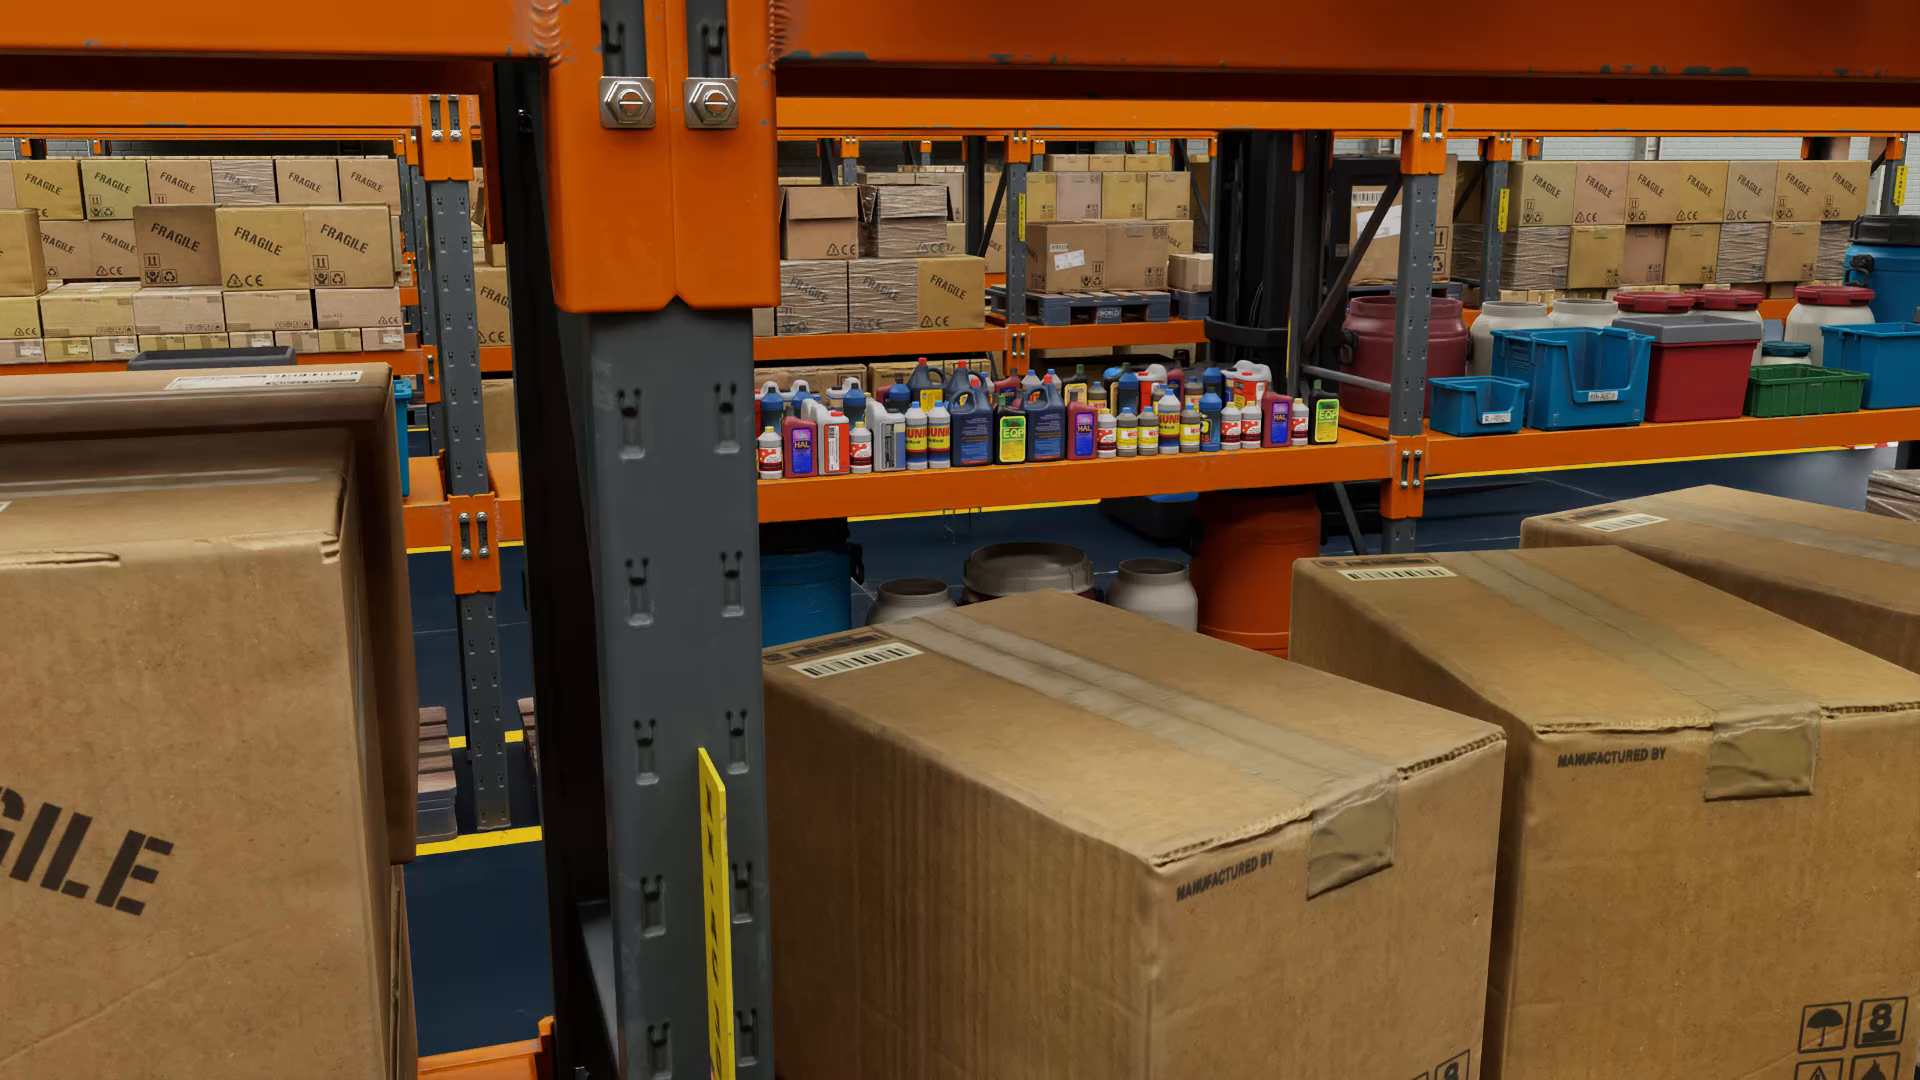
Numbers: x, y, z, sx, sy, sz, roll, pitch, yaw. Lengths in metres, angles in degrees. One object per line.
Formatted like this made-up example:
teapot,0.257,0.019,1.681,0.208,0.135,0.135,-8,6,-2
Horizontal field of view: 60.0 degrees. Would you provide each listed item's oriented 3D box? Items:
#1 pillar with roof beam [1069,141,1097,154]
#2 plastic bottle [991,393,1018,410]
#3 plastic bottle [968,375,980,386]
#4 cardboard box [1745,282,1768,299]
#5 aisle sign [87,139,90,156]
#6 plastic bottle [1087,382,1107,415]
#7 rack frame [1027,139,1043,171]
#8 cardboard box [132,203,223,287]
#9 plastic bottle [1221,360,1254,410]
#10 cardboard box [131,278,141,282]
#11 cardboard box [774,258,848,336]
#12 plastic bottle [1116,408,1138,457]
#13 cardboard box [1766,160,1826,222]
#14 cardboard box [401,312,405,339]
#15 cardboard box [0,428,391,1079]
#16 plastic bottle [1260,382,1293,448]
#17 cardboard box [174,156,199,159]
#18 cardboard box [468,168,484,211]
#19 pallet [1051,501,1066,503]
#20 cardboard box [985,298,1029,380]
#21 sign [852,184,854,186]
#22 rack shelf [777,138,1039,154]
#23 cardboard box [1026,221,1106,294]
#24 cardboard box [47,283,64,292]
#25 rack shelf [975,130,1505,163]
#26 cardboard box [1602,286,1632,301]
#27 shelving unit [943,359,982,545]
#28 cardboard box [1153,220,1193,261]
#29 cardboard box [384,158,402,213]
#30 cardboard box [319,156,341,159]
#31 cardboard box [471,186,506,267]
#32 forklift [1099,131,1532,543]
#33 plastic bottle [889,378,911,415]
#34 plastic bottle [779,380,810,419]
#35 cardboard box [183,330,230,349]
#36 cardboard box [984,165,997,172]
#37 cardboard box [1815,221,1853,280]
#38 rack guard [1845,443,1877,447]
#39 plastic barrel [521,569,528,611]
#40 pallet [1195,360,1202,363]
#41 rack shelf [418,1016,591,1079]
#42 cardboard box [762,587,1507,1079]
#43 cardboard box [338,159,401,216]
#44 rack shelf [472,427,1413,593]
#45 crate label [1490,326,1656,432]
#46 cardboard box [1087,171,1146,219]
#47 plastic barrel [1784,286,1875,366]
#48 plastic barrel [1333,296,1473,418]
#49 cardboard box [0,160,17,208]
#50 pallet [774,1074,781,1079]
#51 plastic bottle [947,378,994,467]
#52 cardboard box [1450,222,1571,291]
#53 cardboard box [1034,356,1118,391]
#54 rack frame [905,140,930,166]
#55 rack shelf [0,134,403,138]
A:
pillar with roof beam,3.516,-7.800,24.487,0.400,9.000,9.100,-4,14,-18
plastic bottle,0.184,-0.466,6.871,0.133,0.283,0.061,-4,14,-18
plastic bottle,0.008,-0.617,7.521,0.135,0.276,0.152,-4,14,-18
cardboard box,6.684,-2.156,14.268,0.250,0.149,0.380,-4,14,-18
aisle sign,-12.045,-5.693,22.978,0.004,0.787,0.394,-4,14,-18
plastic bottle,0.638,-0.636,7.764,0.097,0.201,0.097,0,13,0
rack frame,0.886,-4.295,22.719,0.127,3.000,1.000,-4,14,-18
cardboard box,-5.032,-1.915,10.771,0.500,0.500,0.500,-5,14,-20
plastic bottle,1.322,-0.719,7.951,0.135,0.276,0.152,-4,14,-18
cardboard box,-7.191,-2.273,14.760,0.250,0.149,0.380,-5,14,-19
cardboard box,-1.099,-1.710,11.634,0.500,0.500,0.500,-5,14,-20
plastic bottle,0.700,-0.456,7.006,0.097,0.201,0.097,0,13,0
cardboard box,6.923,-2.964,14.102,0.500,0.500,0.500,-4,14,-18
cardboard box,-3.922,-1.460,11.343,0.250,0.149,0.380,-4,14,-18
cardboard box,-0.776,0.201,1.441,0.500,0.500,0.500,-4,14,-18
plastic bottle,1.369,-0.543,7.196,0.133,0.283,0.061,-4,14,-18
cardboard box,-8.828,-4.318,19.037,0.250,0.149,0.380,-4,14,-18
cardboard box,-5.714,-4.253,20.164,0.500,0.500,0.500,-5,14,-18
pallet,0.997,-0.527,12.904,1.213,0.211,1.003,-4,14,-18
cardboard box,0.203,-2.122,17.537,0.750,0.750,1.050,-4,14,-17
sign,-1.049,-3.328,16.323,0.005,0.325,0.100,-4,14,-18
rack shelf,-1.009,-5.257,21.834,4.000,0.370,1.077,-4,14,-18
cardboard box,0.755,-2.128,12.484,0.500,0.500,0.500,-6,15,-25
cardboard box,-5.989,-1.477,10.551,0.500,0.250,0.500,-5,14,-20
rack shelf,2.151,-3.084,12.697,4.000,0.370,1.077,-4,14,-18
cardboard box,5.300,-2.020,13.694,0.250,0.149,0.380,-4,14,-18
shelving unit,0.014,-0.585,11.008,0.189,1.200,0.258,-4,14,-18
cardboard box,2.151,-3.169,17.766,0.500,0.500,0.500,-5,14,-18
cardboard box,-5.527,-3.327,15.627,0.500,0.500,0.500,-4,14,-17
cardboard box,-7.410,-4.451,19.595,0.250,0.149,0.380,-4,14,-18
cardboard box,-2.933,-2.117,11.177,0.637,0.503,0.797,-5,14,-20
forklift,2.556,-1.587,11.479,3.031,2.935,1.130,-4,14,-17
plastic bottle,-0.267,-0.585,7.398,0.097,0.271,0.097,0,13,0
plastic bottle,-0.734,-0.559,7.278,0.135,0.276,0.152,-4,14,-18
cardboard box,-4.695,-1.239,10.412,0.250,0.149,0.380,-4,14,-17
cardboard box,0.327,-5.051,22.729,0.250,0.149,0.380,-5,14,-18
cardboard box,7.308,-2.576,14.631,0.500,0.500,0.875,-4,14,-18
rack guard,7.766,-1.195,15.088,0.348,0.500,1.175,-4,14,-18
plastic barrel,-1.435,0.335,6.880,0.708,0.901,0.600,-4,14,-18
pallet,3.306,-1.900,18.673,1.213,0.211,1.003,-4,14,-18
rack shelf,-2.275,1.139,1.426,4.000,0.370,1.077,-4,14,-18
cardboard box,0.141,0.403,1.844,0.500,0.500,0.700,-10,17,-37
cardboard box,-5.381,-3.213,15.147,0.500,0.500,0.500,-5,14,-20
rack shelf,-0.060,-0.243,7.236,4.000,0.370,1.077,-4,14,-18
crate label,2.863,-0.772,7.828,0.616,0.435,0.502,-4,14,-18
cardboard box,1.605,-3.676,17.738,0.500,0.500,0.700,-5,14,-19
plastic barrel,4.650,-1.079,8.904,0.433,0.535,0.433,0,13,0
plastic barrel,2.178,-0.907,8.181,0.708,0.536,0.600,-4,14,-18
cardboard box,-8.303,-2.986,14.196,0.500,0.500,0.500,-5,14,-18
pallet,0.413,0.700,2.133,1.213,0.211,1.003,-4,14,-18
plastic bottle,0.039,-0.483,6.796,0.185,0.351,0.144,-4,14,-18
cardboard box,4.493,-2.335,13.618,0.500,0.500,0.875,-4,14,-18
cardboard box,0.881,-1.245,12.727,0.500,0.250,0.500,-4,14,-16
rack frame,-0.701,-5.384,27.294,0.127,3.000,1.000,-4,14,-18
rack shelf,-6.917,-3.588,14.819,4.000,0.370,1.077,-4,14,-18
